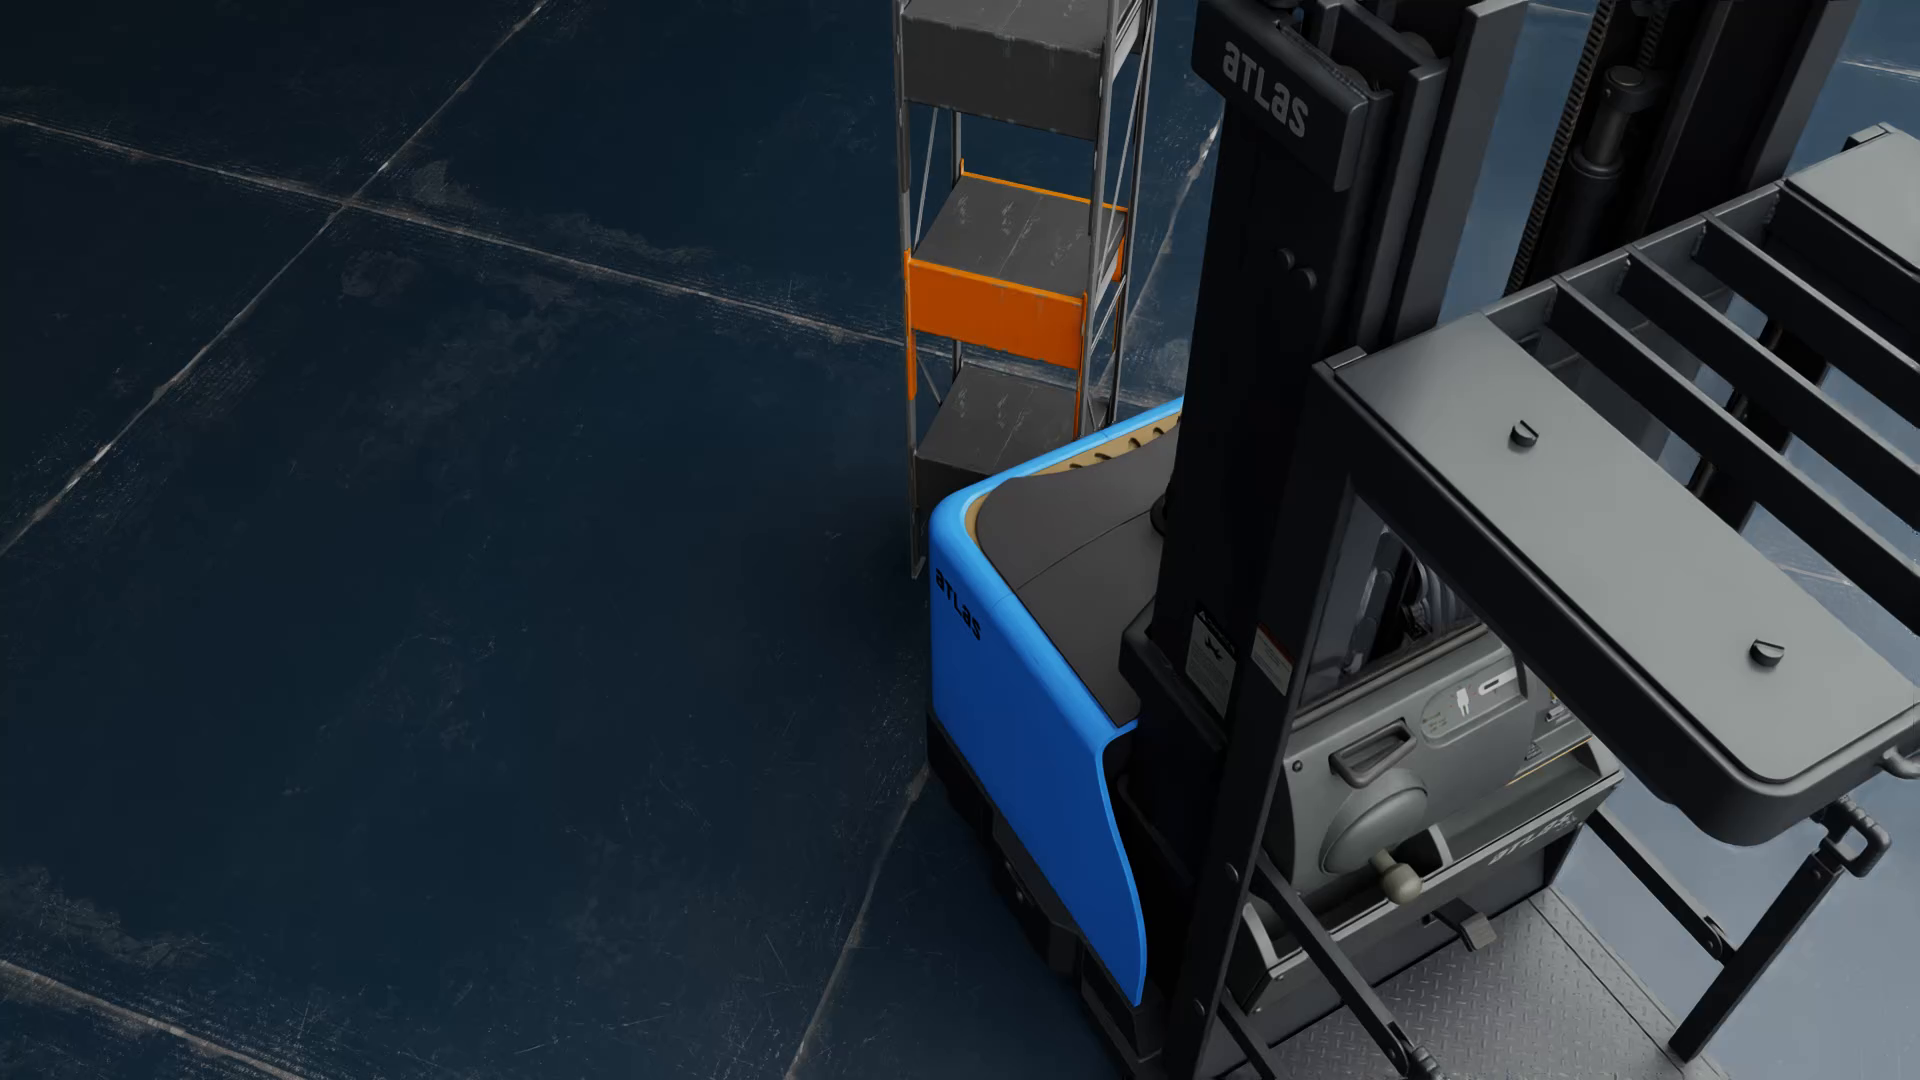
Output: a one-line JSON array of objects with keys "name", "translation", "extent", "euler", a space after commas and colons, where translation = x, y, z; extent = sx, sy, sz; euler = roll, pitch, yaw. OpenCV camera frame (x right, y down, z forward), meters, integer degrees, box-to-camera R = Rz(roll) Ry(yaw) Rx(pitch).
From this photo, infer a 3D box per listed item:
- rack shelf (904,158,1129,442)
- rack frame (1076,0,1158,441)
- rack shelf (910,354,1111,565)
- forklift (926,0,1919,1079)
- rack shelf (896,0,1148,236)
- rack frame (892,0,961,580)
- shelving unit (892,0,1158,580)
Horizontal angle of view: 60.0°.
[{"name": "rack shelf", "translation": [0.155, -0.635, 4.429], "extent": [0.480, 0.518, 0.431], "euler": [16, 51, 13]}, {"name": "rack frame", "translation": [0.384, -0.580, 4.364], "extent": [0.015, 2.100, 0.400], "euler": [16, 51, 13]}, {"name": "rack shelf", "translation": [0.155, -0.177, 4.958], "extent": [0.480, 0.518, 0.431], "euler": [16, 51, 13]}, {"name": "forklift", "translation": [1.077, 0.444, 2.926], "extent": [1.130, 2.935, 3.031], "euler": [-23, 53, -19]}, {"name": "rack shelf", "translation": [0.155, -1.094, 3.900], "extent": [0.480, 0.518, 0.431], "euler": [16, 51, 13]}, {"name": "rack frame", "translation": [-0.074, -0.708, 4.474], "extent": [0.015, 2.100, 0.400], "euler": [16, 51, 13]}, {"name": "shelving unit", "translation": [0.155, -0.644, 4.419], "extent": [0.503, 2.100, 0.431], "euler": [16, 51, 13]}]
